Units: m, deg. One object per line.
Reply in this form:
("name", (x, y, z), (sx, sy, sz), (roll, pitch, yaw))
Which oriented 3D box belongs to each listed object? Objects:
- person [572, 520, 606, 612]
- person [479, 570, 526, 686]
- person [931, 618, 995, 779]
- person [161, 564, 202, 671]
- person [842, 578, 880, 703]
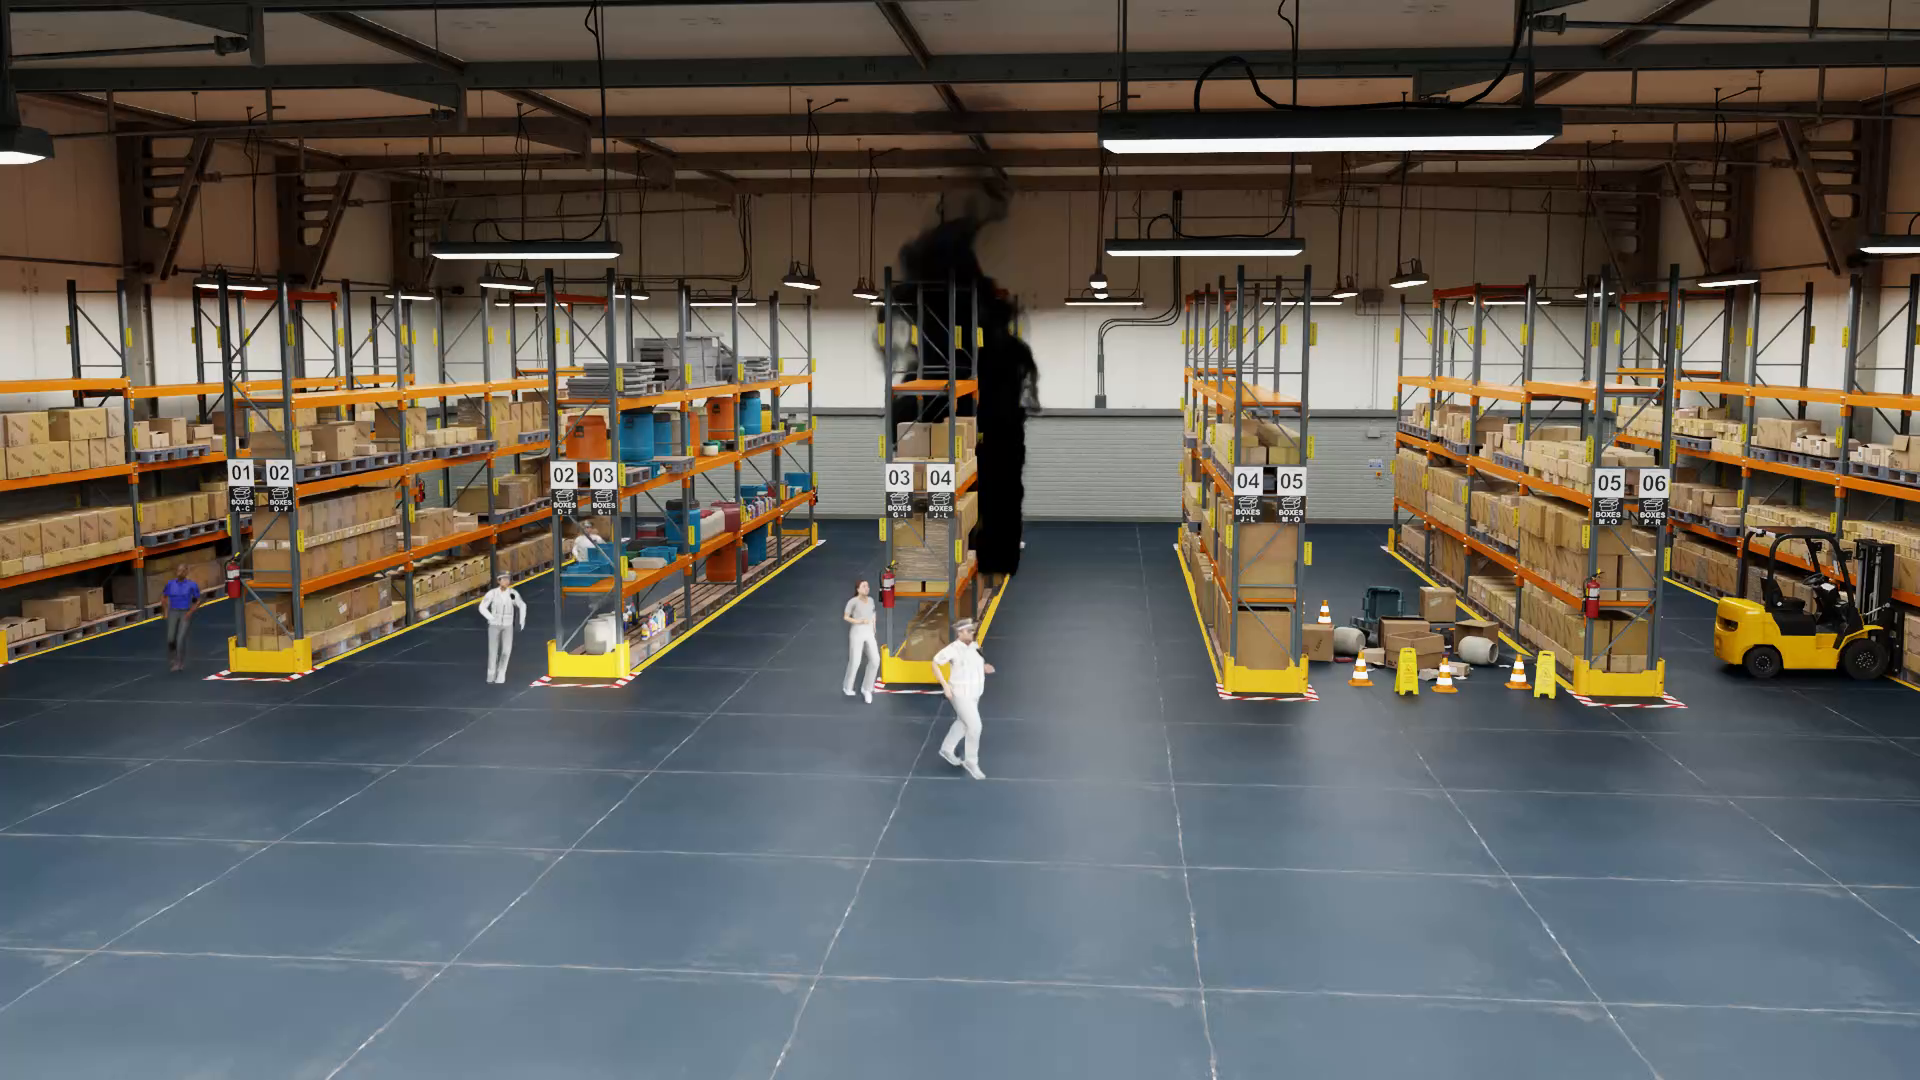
("person", (-6.812, 0.475, 30.500), (0.603, 1.697, 0.665), (1, 7, 5))
("person", (-6.611, 1.262, 24.090), (0.686, 1.670, 0.579), (-3, 7, -21))
("person", (0.050, 1.809, 19.170), (0.800, 1.854, 0.638), (4, 8, 32))
("person", (-11.812, 1.169, 25.258), (0.580, 1.630, 0.551), (-2, 7, -17))
("person", (-1.358, 1.385, 23.066), (0.580, 1.706, 0.645), (-4, 8, -32))
